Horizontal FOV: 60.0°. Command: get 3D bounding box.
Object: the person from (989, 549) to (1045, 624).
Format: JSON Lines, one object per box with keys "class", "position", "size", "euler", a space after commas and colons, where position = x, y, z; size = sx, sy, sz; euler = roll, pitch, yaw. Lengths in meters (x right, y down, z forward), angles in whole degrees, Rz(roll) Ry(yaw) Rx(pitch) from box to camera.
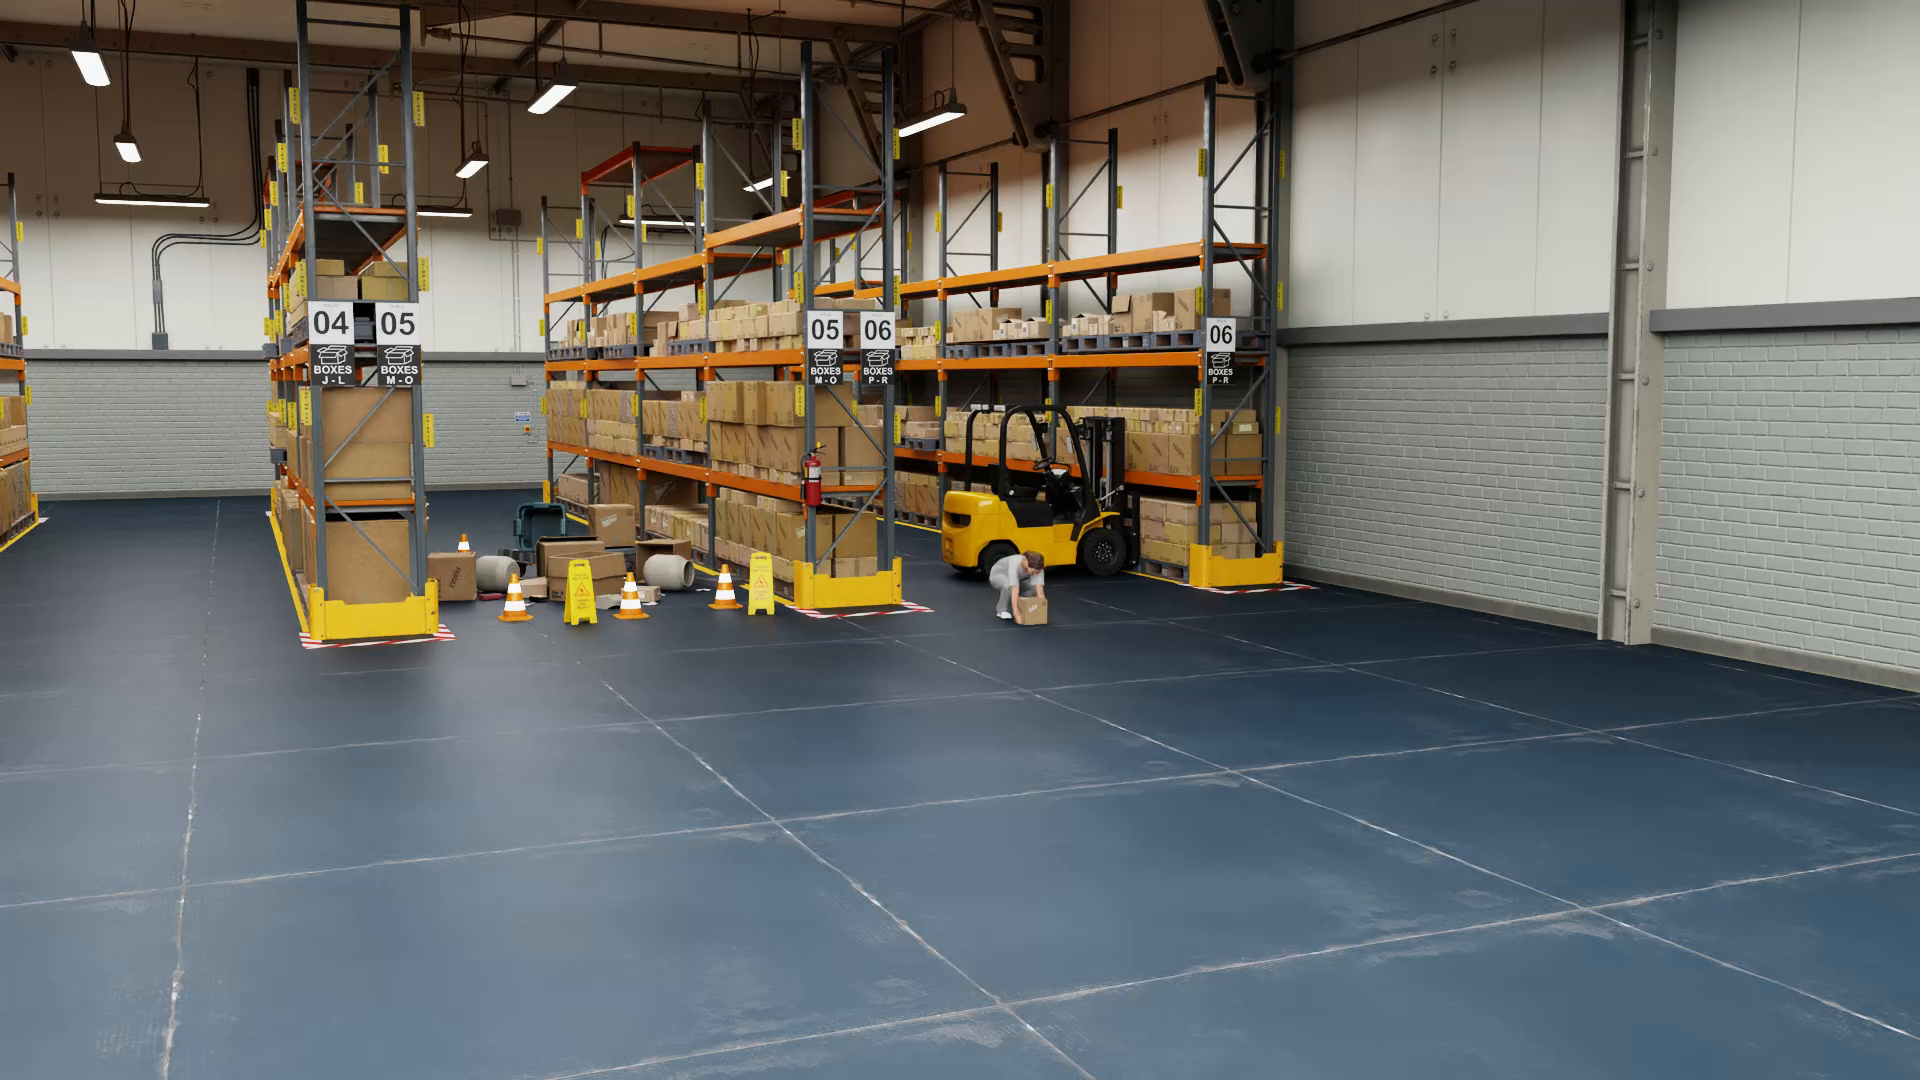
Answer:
{"class": "person", "position": [0.617, 0.479, 17.191], "size": [0.467, 0.813, 0.839], "euler": [-3, 6, -25]}
